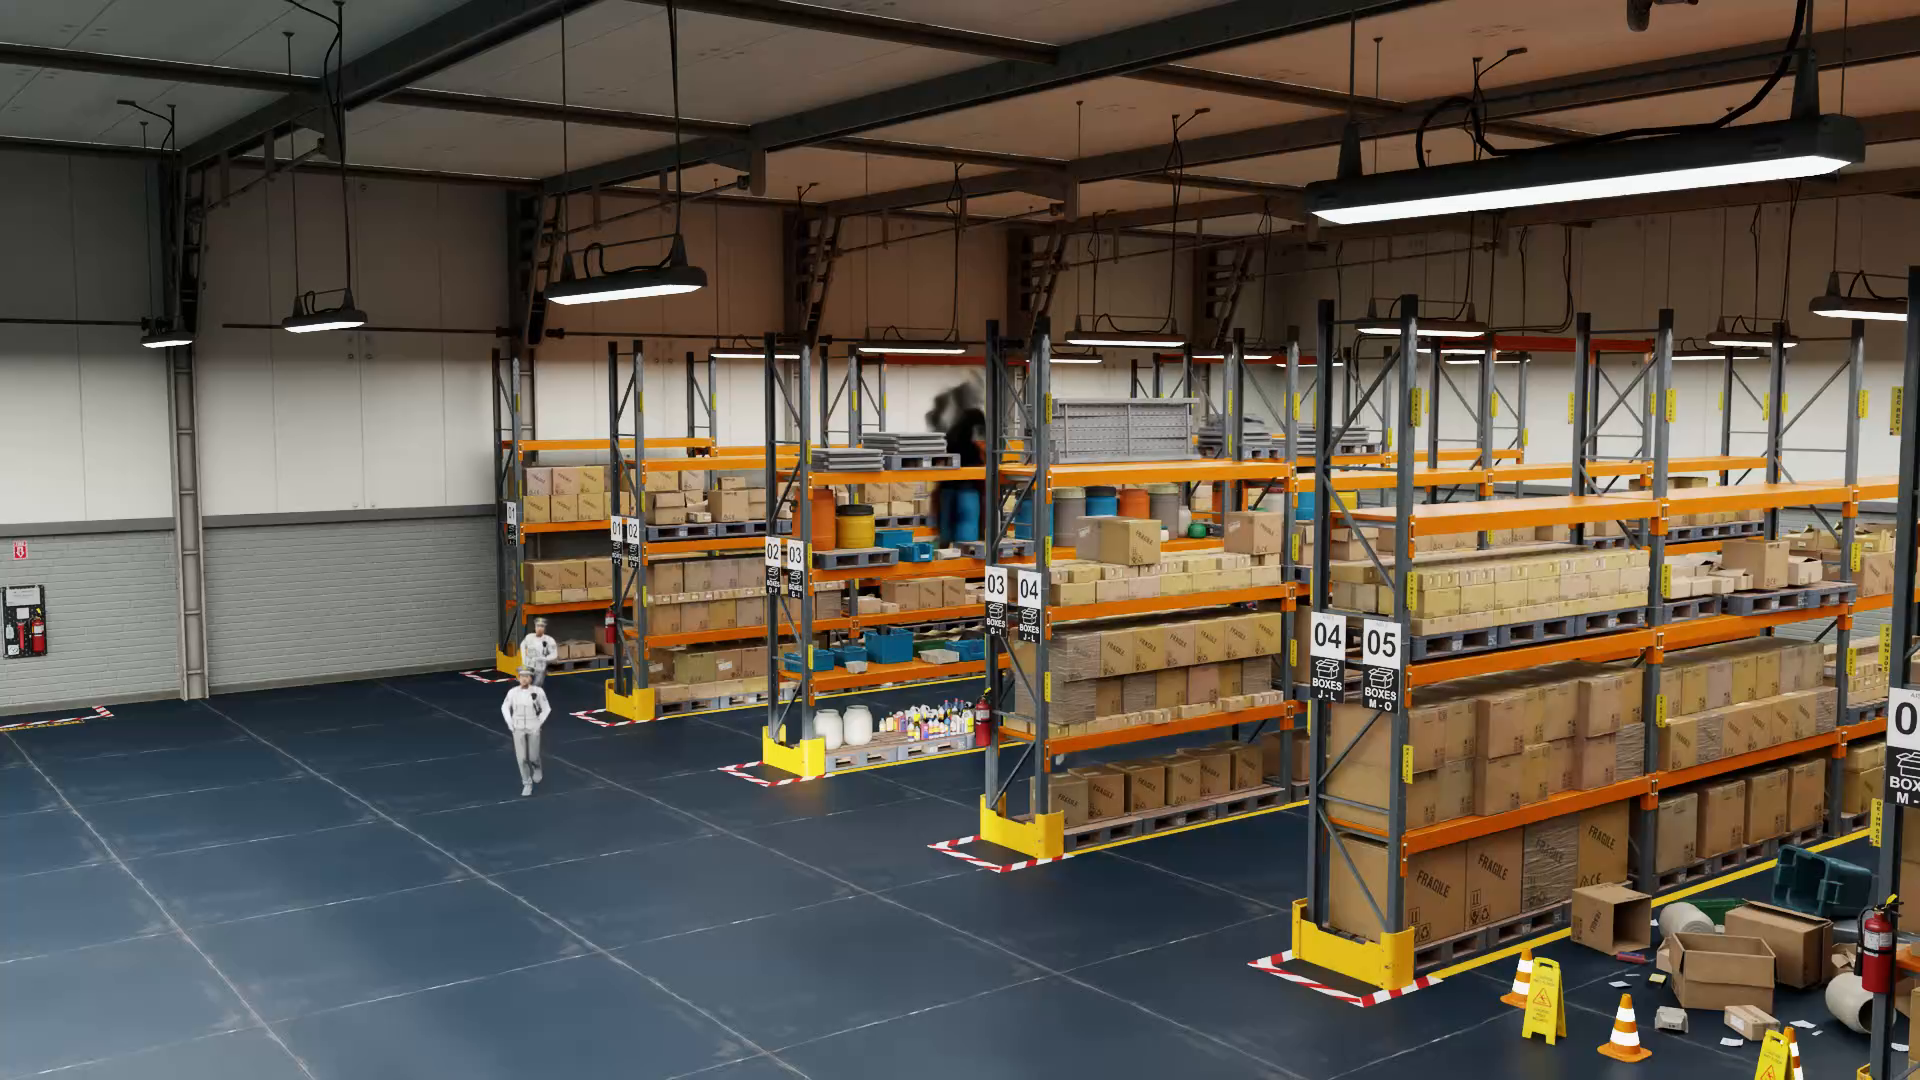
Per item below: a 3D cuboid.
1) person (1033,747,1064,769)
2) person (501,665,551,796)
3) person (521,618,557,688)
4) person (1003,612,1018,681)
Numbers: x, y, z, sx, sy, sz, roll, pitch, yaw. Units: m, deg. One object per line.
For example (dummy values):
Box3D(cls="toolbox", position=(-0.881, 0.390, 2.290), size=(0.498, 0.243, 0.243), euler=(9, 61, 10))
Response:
Box3D(cls="person", position=(1.134, 2.156, 21.668), size=(0.581, 1.633, 0.587), euler=(4, 6, 38))
Box3D(cls="person", position=(-5.639, 2.442, 21.609), size=(0.628, 1.673, 0.587), euler=(-1, 5, -8))
Box3D(cls="person", position=(-6.654, 2.050, 26.165), size=(0.655, 1.699, 0.658), euler=(-1, 5, -7))
Box3D(cls="person", position=(0.987, 1.749, 28.784), size=(0.575, 1.676, 0.910), euler=(5, 7, 43))
